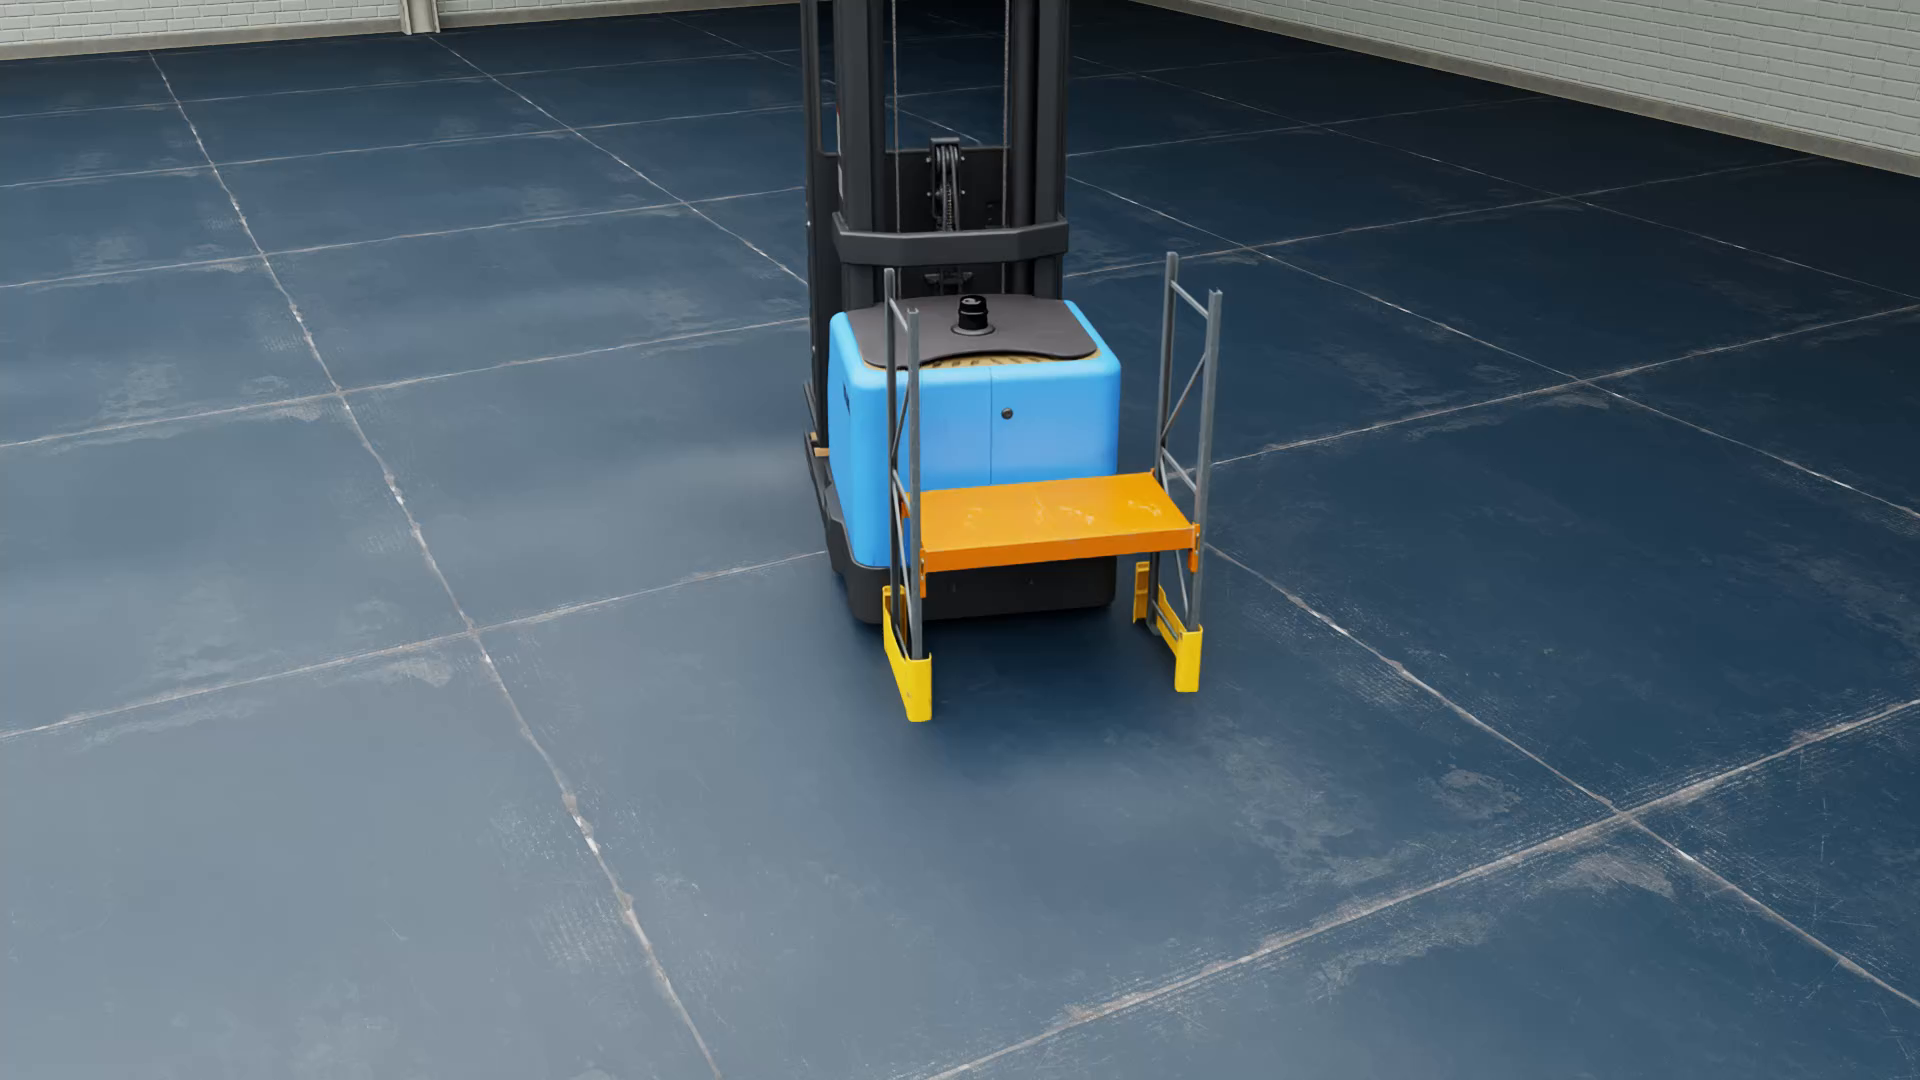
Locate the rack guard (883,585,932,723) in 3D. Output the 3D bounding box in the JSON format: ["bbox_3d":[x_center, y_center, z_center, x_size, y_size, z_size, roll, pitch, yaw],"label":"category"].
[{"bbox_3d":[-0.195,0.409,6.108,0.087,0.250,0.587,-5,26,-10],"label":"rack guard"}]

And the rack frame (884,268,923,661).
[{"bbox_3d":[-0.196,-0.154,5.836,0.032,1.500,0.500,-5,26,-10],"label":"rack frame"}]

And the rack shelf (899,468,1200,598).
[{"bbox_3d":[0.301,-0.036,6.007,1.000,0.185,0.538,-5,26,-10],"label":"rack shelf"}]

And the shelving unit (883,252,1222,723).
[{"bbox_3d":[0.293,-0.197,5.927,1.083,1.500,0.587,-5,26,-10],"label":"shelving unit"}]

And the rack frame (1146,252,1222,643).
[{"bbox_3d":[0.799,-0.243,6.021,0.032,1.500,0.500,-5,26,-10],"label":"rack frame"}]

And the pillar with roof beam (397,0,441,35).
[{"bbox_3d":[-4.444,-8.517,14.592,0.400,9.000,9.100,-13,29,-25],"label":"pillar with roof beam"}]

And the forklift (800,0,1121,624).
[{"bbox_3d":[-0.142,-1.609,7.214,1.130,2.935,3.031,-4,26,-9],"label":"forklift"}]

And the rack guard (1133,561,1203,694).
[{"bbox_3d":[0.780,0.322,6.289,0.087,0.250,0.587,-5,26,-10],"label":"rack guard"}]
